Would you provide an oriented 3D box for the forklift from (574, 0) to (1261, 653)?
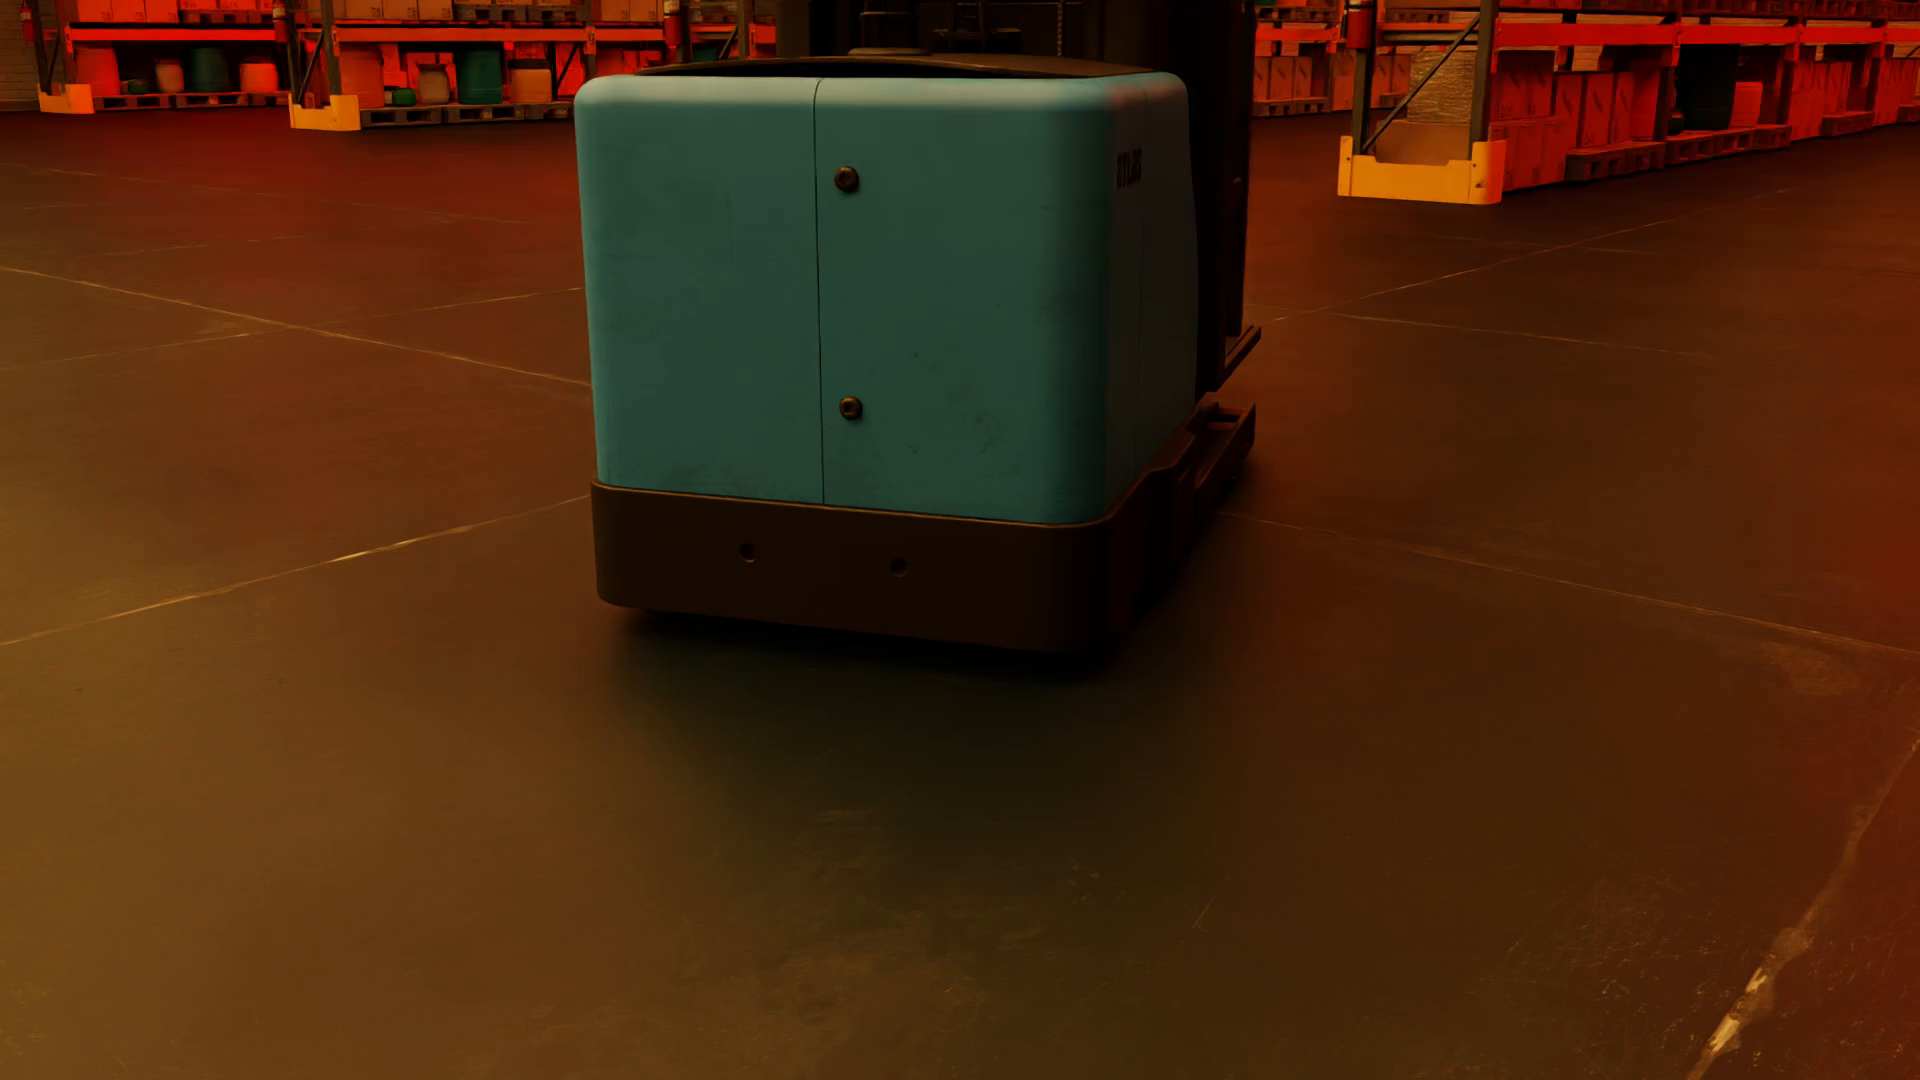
[{"bbox_3d":[0.197,-1.585,4.118,1.130,2.935,3.031,5,18,17],"label":"forklift"}]
